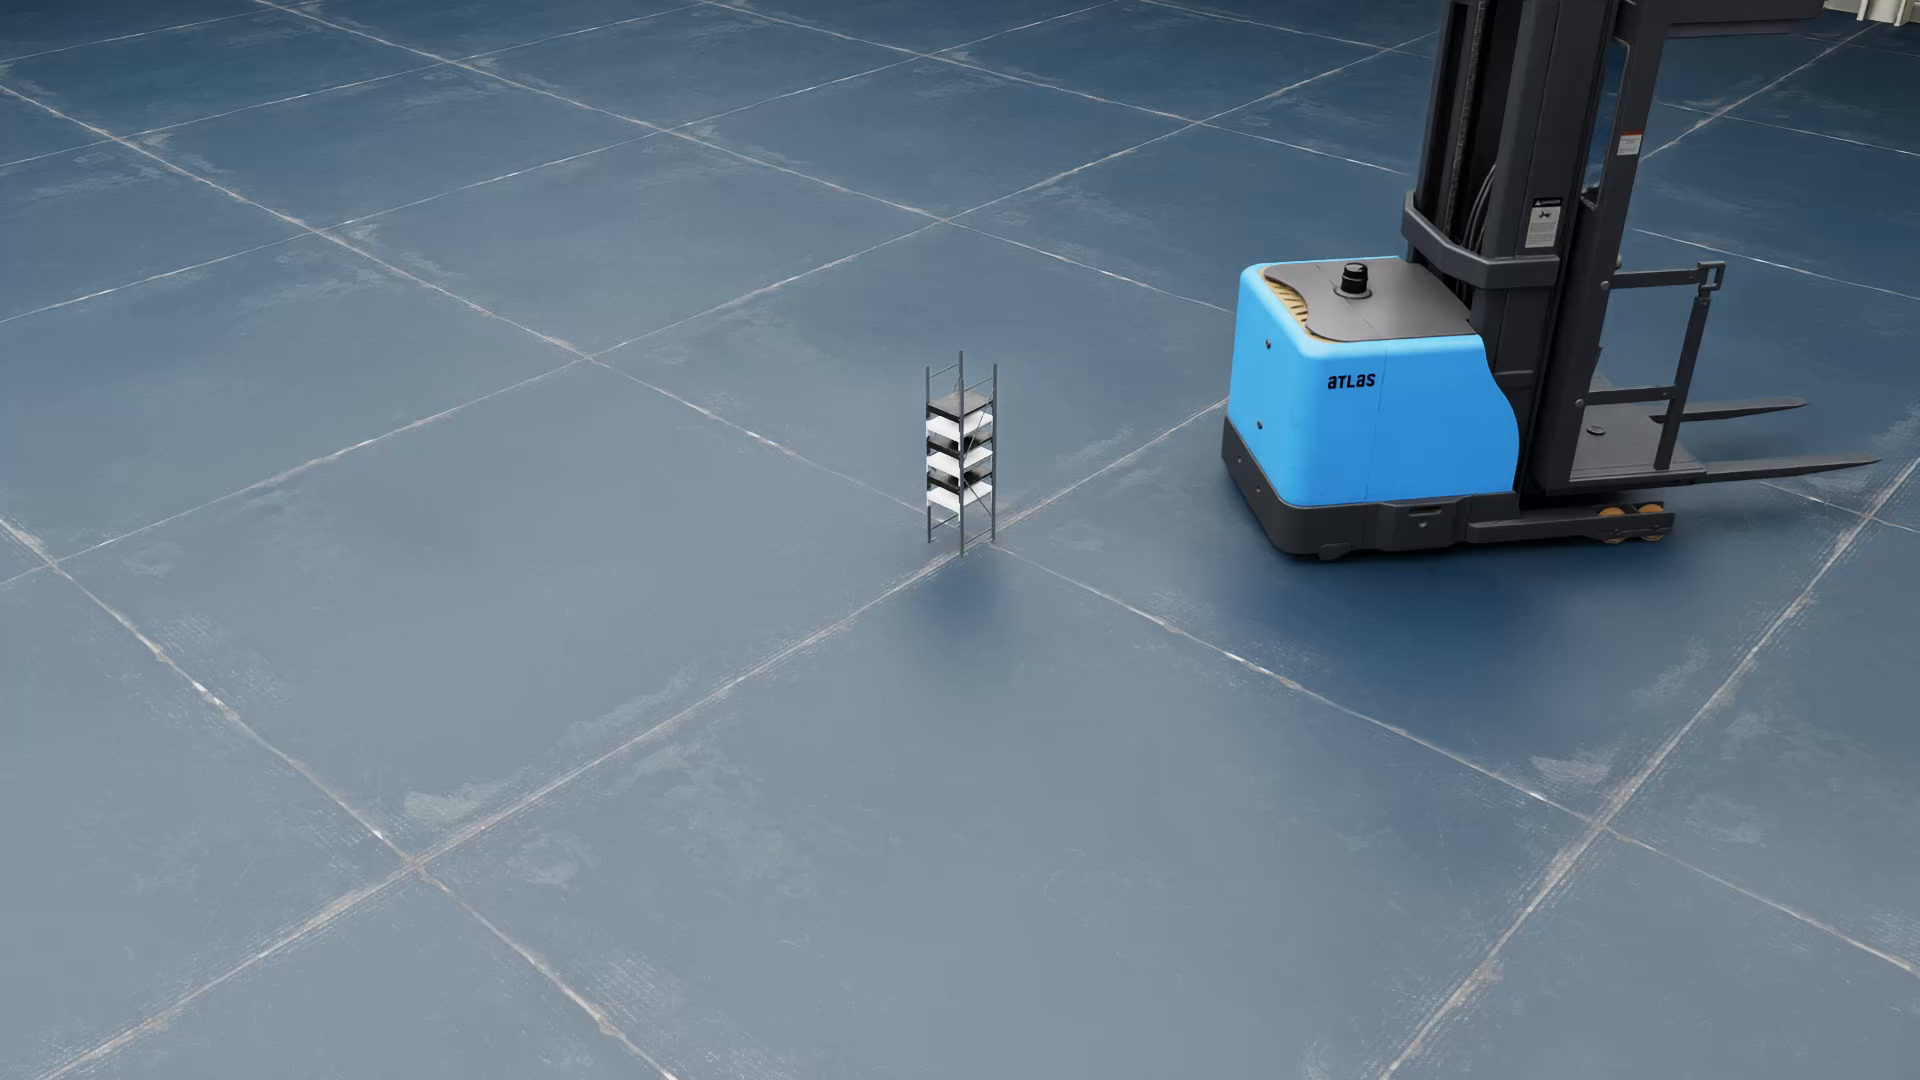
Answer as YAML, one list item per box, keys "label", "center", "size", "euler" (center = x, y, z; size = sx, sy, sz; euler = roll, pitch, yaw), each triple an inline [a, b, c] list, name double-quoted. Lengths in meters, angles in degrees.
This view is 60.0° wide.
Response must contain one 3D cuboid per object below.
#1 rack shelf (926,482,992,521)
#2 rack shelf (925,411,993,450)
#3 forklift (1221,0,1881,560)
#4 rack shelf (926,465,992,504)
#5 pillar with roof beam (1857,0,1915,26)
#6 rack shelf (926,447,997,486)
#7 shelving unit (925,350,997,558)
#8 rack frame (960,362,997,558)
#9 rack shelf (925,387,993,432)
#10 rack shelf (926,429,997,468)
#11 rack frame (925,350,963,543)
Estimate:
- label: "rack shelf"
  center: [0.006, -0.200, 7.623]
  size: [0.200, 0.077, 0.258]
  euler: [25, 39, 35]
- label: "rack shelf"
  center: [0.006, -0.508, 7.438]
  size: [0.200, 0.077, 0.258]
  euler: [25, 39, 35]
- label: "forklift"
  center: [2.865, -1.504, 7.406]
  size: [3.031, 2.935, 1.130]
  euler: [-4, 31, -7]
- label: "rack shelf"
  center: [0.006, -0.277, 7.577]
  size: [0.200, 0.077, 0.258]
  euler: [25, 39, 35]
- label: "pillar with roof beam"
  center: [6.062, -7.252, 11.071]
  size: [0.400, 9.000, 9.100]
  euler: [25, 39, 35]
- label: "rack shelf"
  center: [0.006, -0.354, 7.530]
  size: [0.200, 0.077, 0.258]
  euler: [25, 39, 35]
- label: "shelving unit"
  center: [0.006, -0.383, 7.513]
  size: [0.210, 0.900, 0.258]
  euler: [25, 39, 35]
- label: "rack frame"
  center: [0.081, -0.348, 7.455]
  size: [0.006, 0.900, 0.240]
  euler: [25, 39, 35]
- label: "rack shelf"
  center: [0.006, -0.585, 7.391]
  size: [0.200, 0.077, 0.258]
  euler: [25, 39, 35]
- label: "rack shelf"
  center: [0.006, -0.431, 7.484]
  size: [0.200, 0.077, 0.258]
  euler: [25, 39, 35]
- label: "rack frame"
  center: [-0.069, -0.418, 7.572]
  size: [0.006, 0.900, 0.240]
  euler: [25, 39, 35]
